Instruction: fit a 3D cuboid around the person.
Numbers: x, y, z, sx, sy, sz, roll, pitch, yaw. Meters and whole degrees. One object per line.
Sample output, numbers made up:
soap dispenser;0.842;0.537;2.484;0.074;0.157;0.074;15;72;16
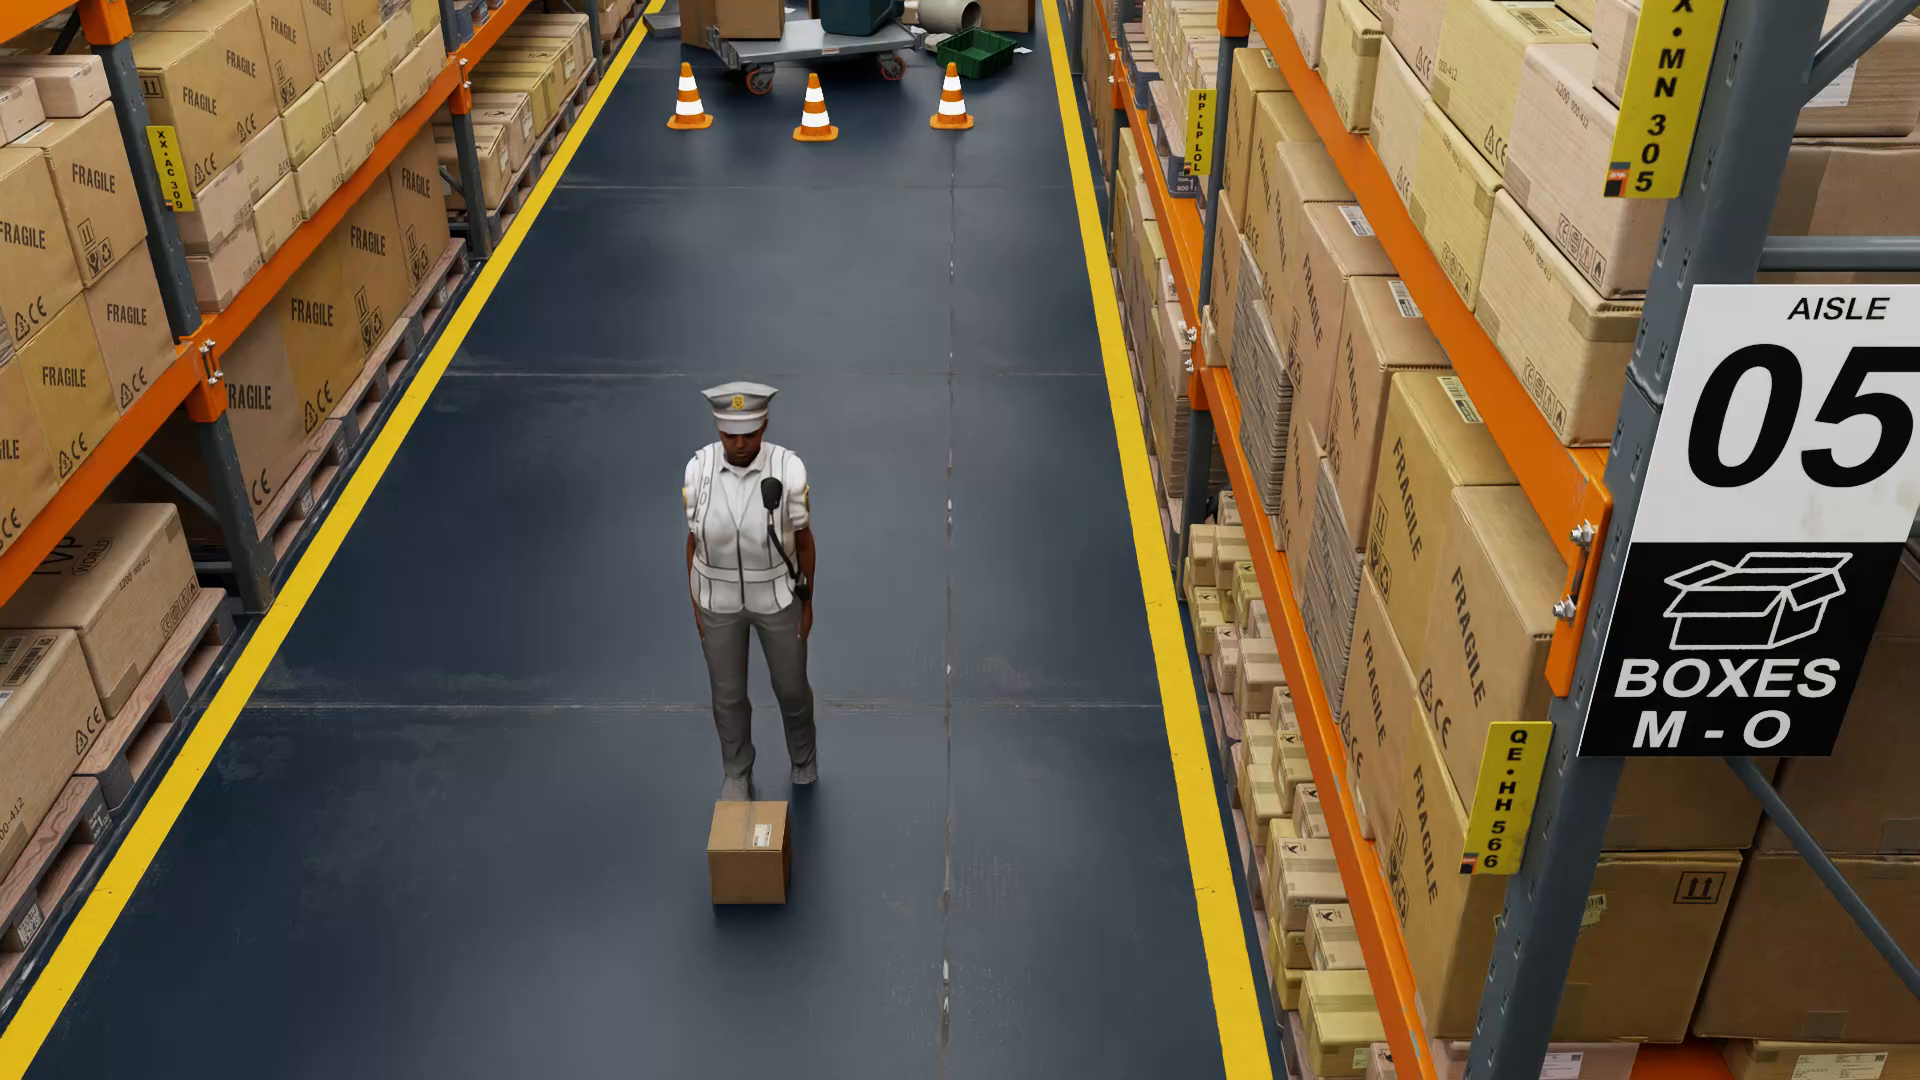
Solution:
person;-0.718;0.237;5.792;0.442;1.745;0.388;0;32;1
